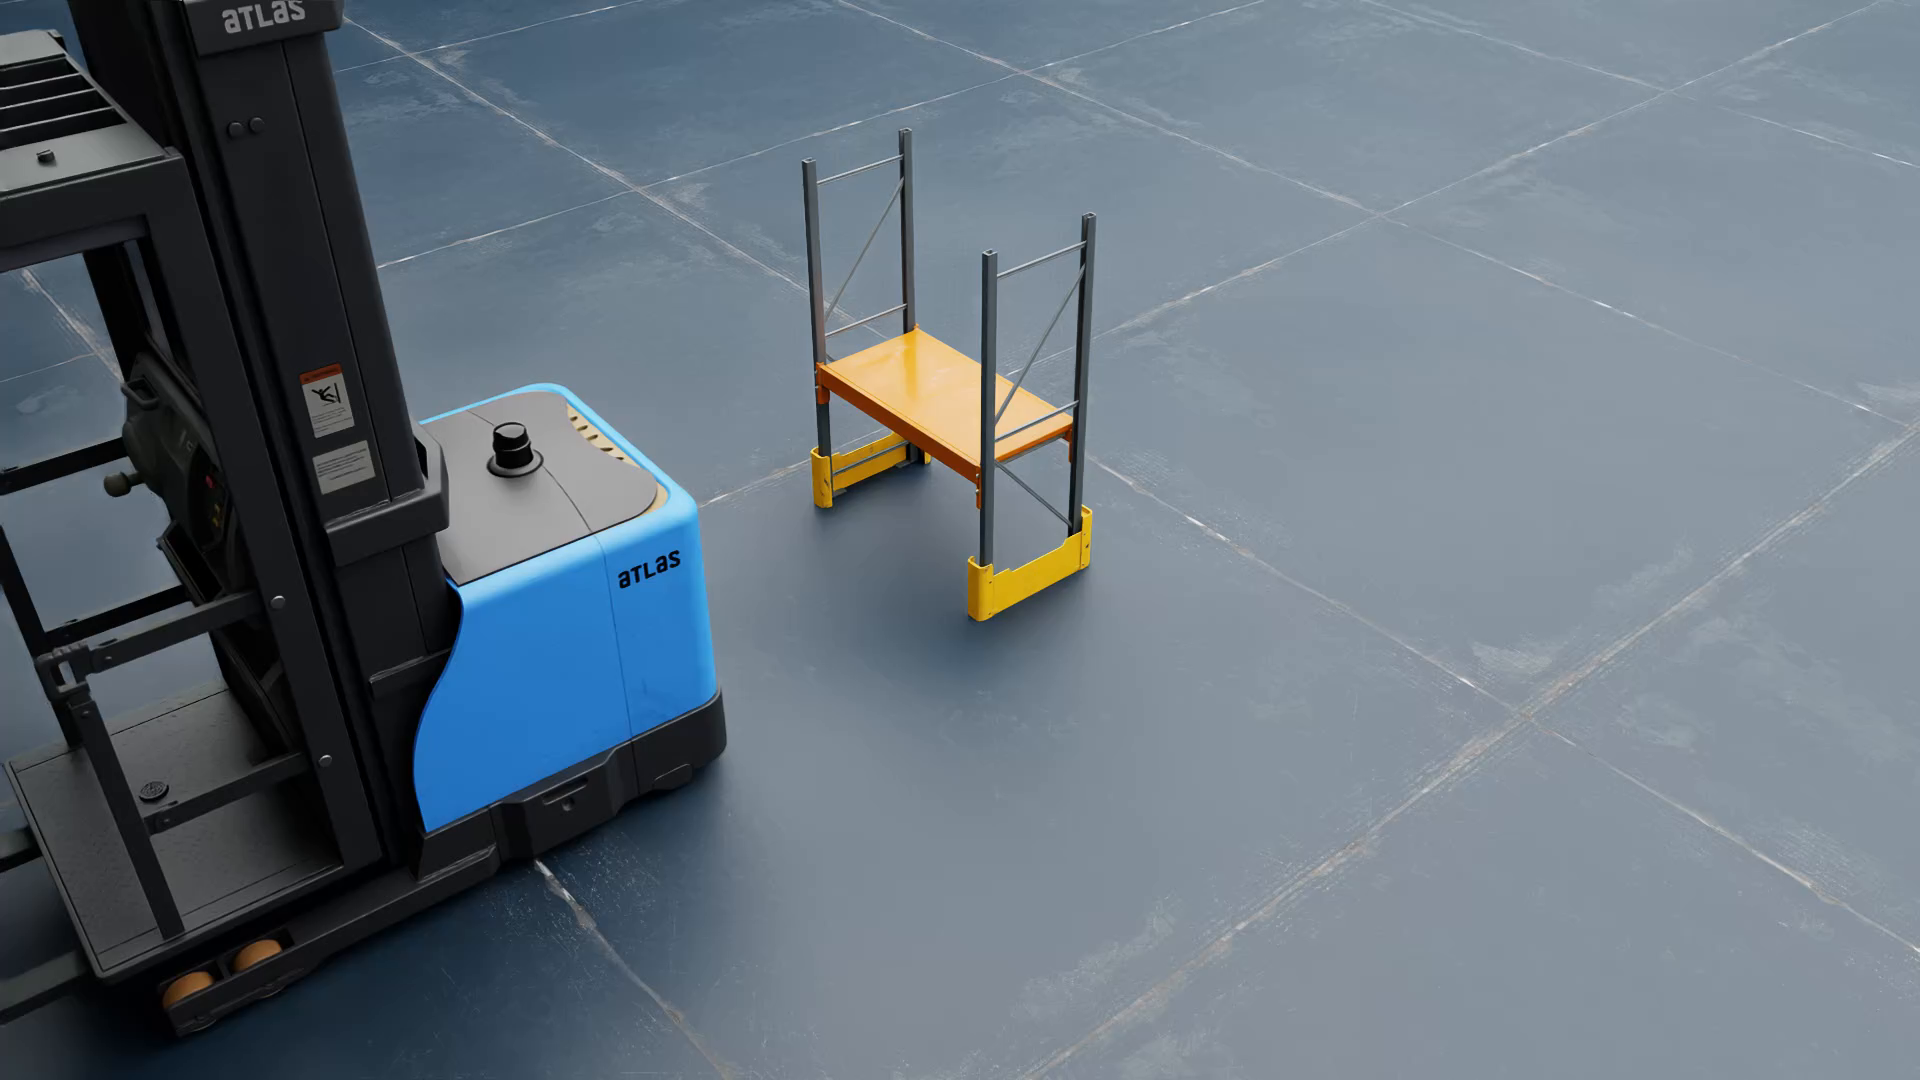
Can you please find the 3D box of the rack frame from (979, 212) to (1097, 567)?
[{"bbox_3d":[0.273,-0.425,6.053,0.500,1.500,0.032,-26,43,-32],"label":"rack frame"}]

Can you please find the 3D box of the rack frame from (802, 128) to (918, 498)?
[{"bbox_3d":[-0.383,-0.874,6.687,0.500,1.500,0.032,-26,43,-32],"label":"rack frame"}]

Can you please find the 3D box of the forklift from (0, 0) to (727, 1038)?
[{"bbox_3d":[-2.267,-0.138,4.409,3.031,2.935,1.130,-24,42,-30],"label":"forklift"}]

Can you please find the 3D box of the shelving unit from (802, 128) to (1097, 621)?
[{"bbox_3d":[-0.049,-0.646,6.364,0.587,1.500,1.083,-26,43,-32],"label":"shelving unit"}]

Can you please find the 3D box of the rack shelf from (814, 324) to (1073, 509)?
[{"bbox_3d":[-0.055,-0.503,6.474,0.538,0.185,1.000,-26,43,-32],"label":"rack shelf"}]

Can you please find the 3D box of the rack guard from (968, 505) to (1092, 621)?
[{"bbox_3d":[0.272,0.084,6.415,0.587,0.250,0.087,-26,43,-32],"label":"rack guard"}]

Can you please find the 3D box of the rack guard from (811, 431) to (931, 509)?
[{"bbox_3d":[-0.371,-0.356,7.036,0.587,0.250,0.087,-26,43,-32],"label":"rack guard"}]
